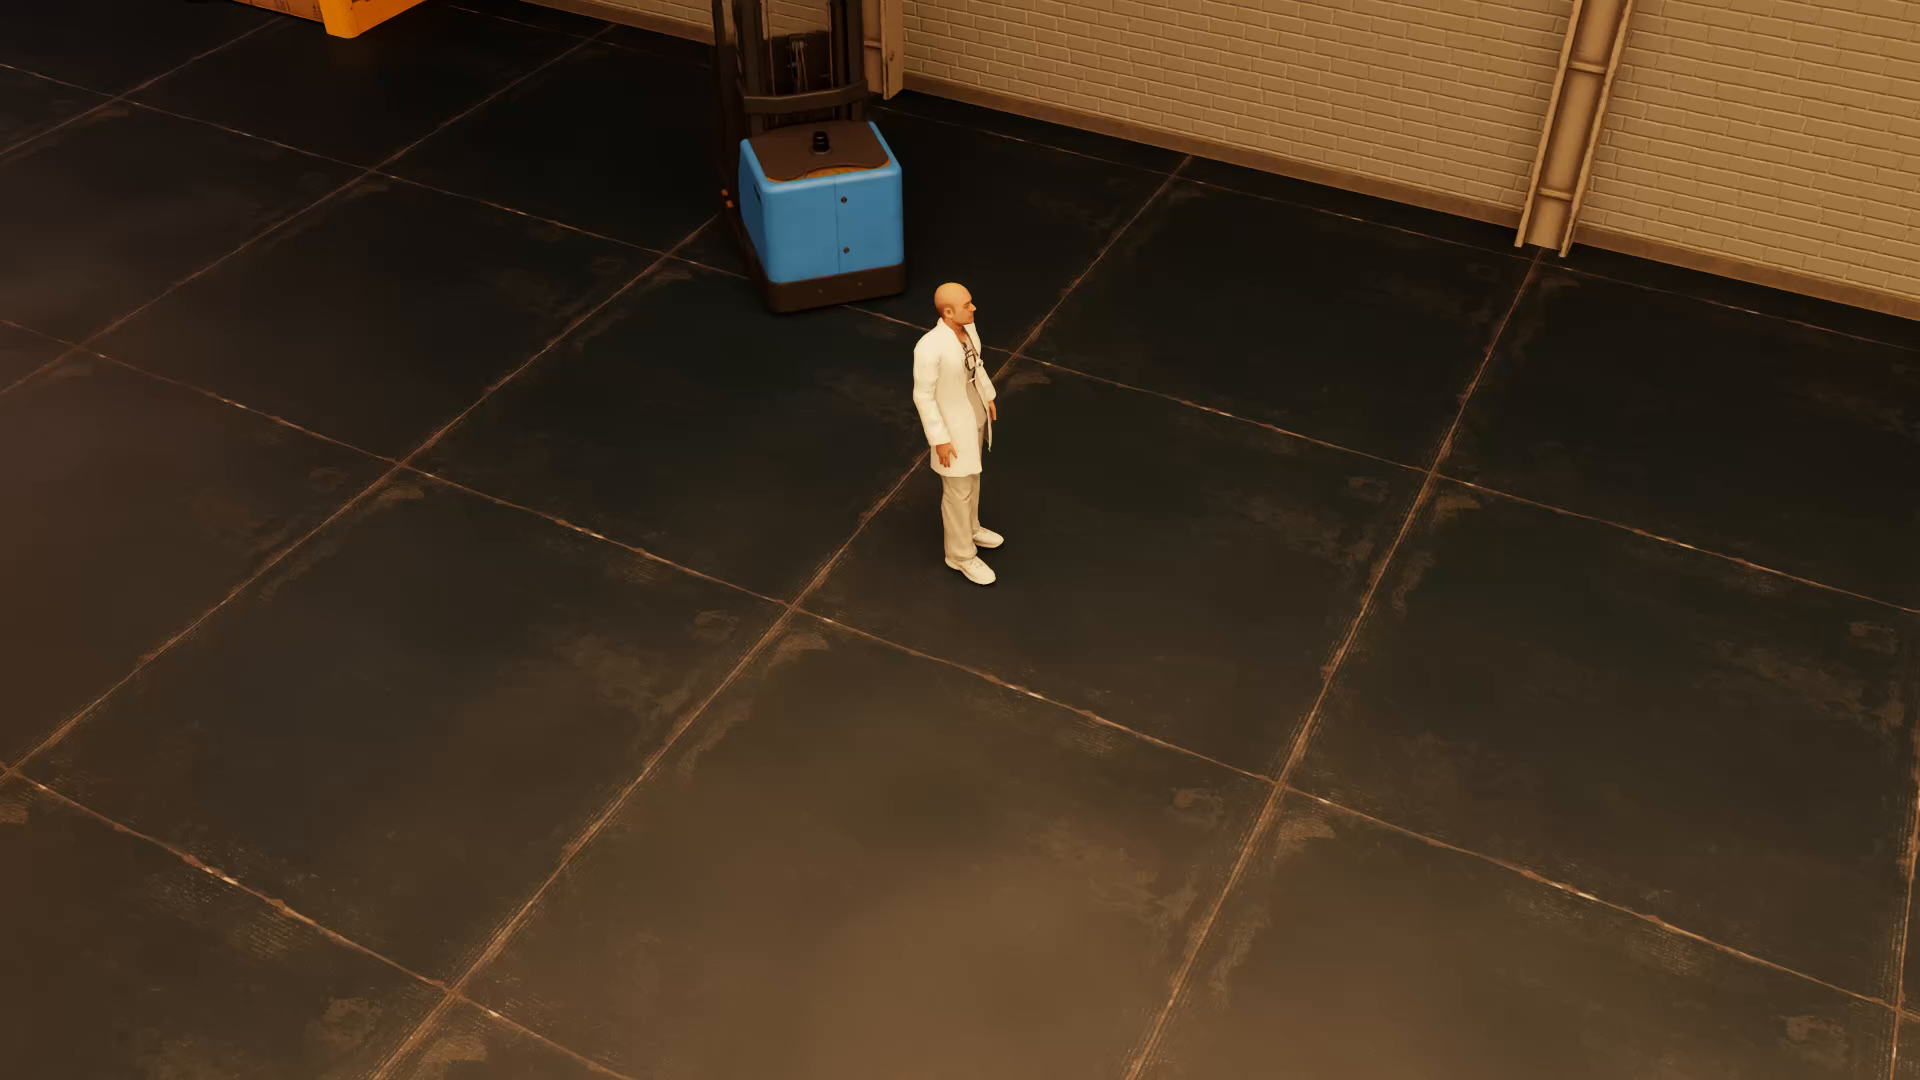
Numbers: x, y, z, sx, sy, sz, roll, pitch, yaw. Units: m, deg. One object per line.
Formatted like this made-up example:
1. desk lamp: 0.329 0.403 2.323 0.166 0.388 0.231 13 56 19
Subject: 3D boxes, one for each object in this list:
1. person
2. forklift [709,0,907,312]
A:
1. person: 0.078 -0.656 9.650 0.581 1.775 0.696 18 43 21
2. forklift: -1.321 -3.738 12.425 1.130 2.935 3.031 -11 41 -13
